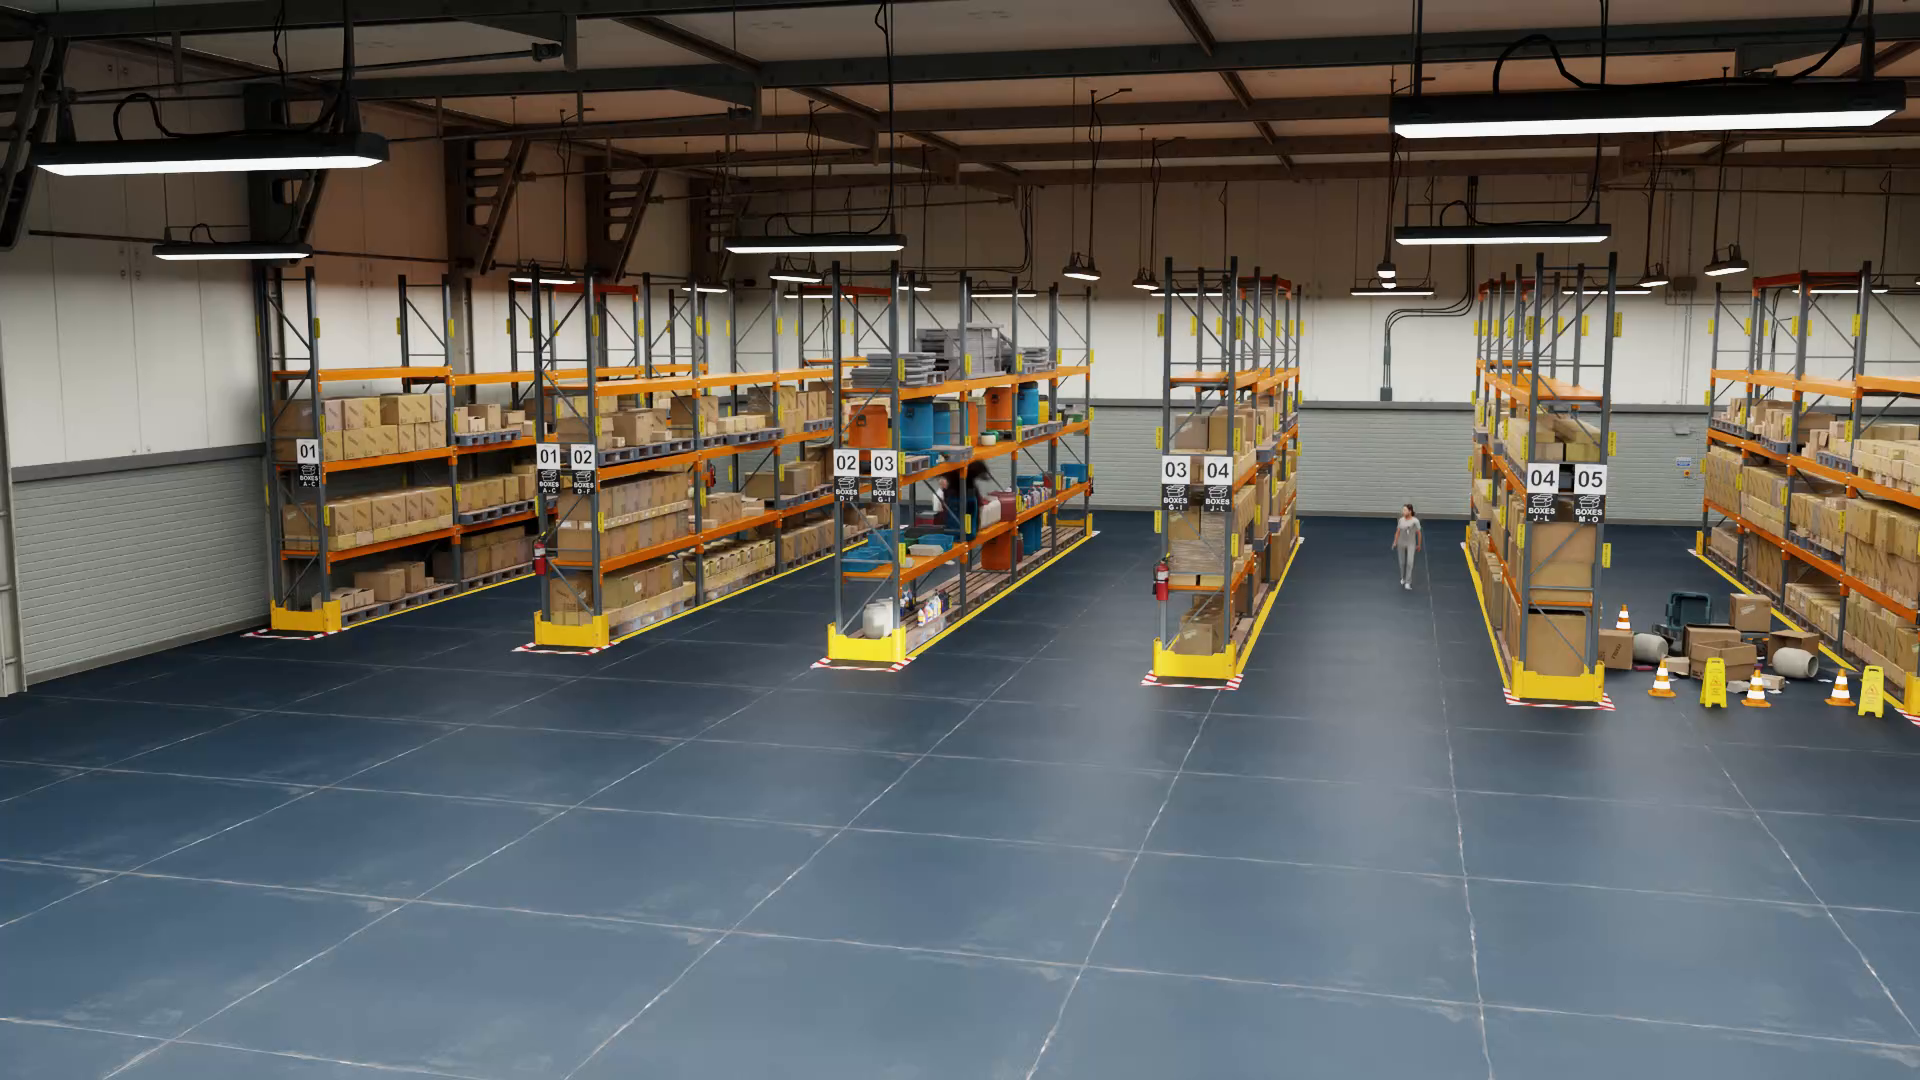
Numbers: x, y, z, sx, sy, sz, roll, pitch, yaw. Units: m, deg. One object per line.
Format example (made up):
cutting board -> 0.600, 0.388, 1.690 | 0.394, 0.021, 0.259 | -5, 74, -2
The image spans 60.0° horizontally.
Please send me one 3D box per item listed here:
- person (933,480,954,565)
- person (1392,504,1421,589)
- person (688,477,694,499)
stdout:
person -> -0.314, -0.397, 35.638 | 0.571, 1.801, 0.614 | 4, 8, 27
person -> 8.653, 0.106, 32.229 | 0.537, 1.628, 0.974 | 3, 8, 19
person -> -6.300, -0.662, 38.246 | 0.502, 1.608, 1.078 | 0, 7, 1
